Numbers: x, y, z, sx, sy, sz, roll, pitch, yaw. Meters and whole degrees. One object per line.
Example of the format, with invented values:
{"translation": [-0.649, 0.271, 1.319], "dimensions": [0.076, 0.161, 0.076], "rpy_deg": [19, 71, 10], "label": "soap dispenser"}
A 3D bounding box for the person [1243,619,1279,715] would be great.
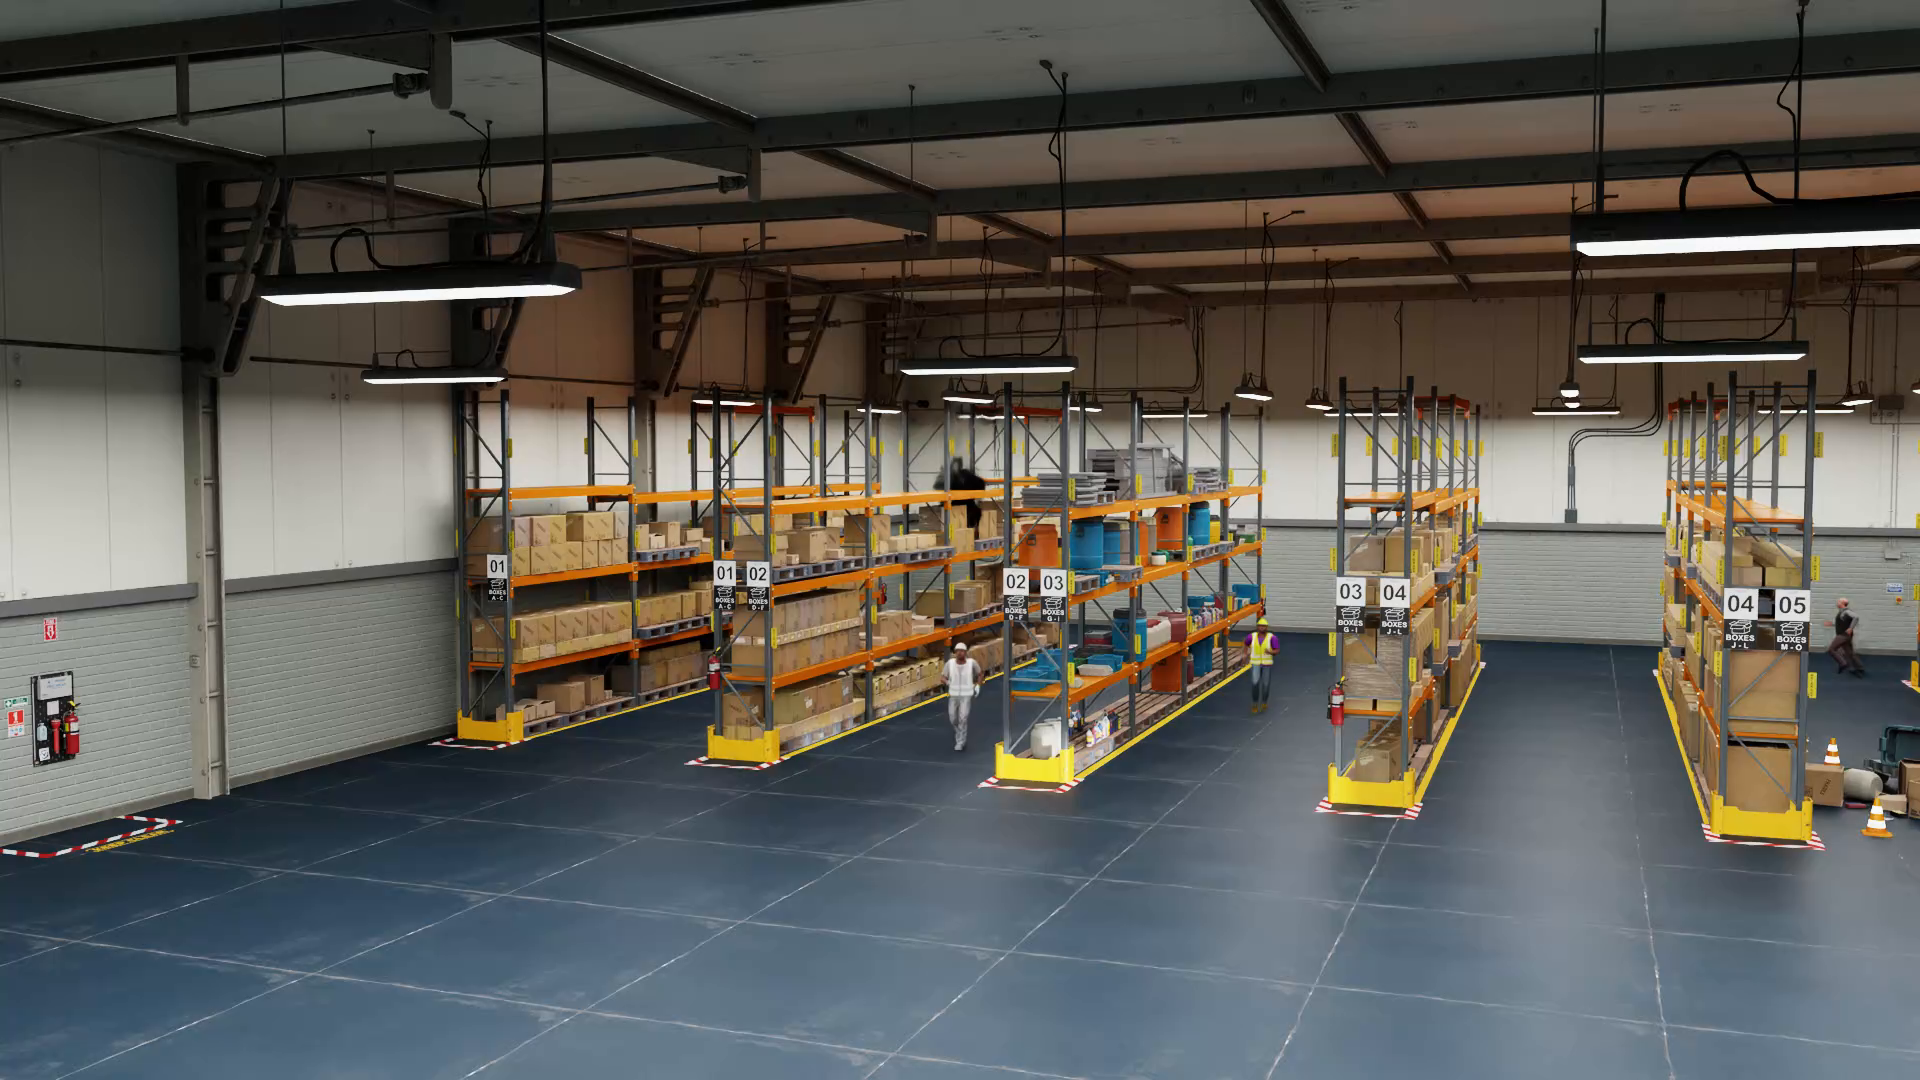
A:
{"translation": [5.694, 2.393, 31.444], "dimensions": [0.674, 1.820, 0.755], "rpy_deg": [1, 3, 10], "label": "person"}

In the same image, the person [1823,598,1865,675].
{"translation": [19.442, 2.127, 36.564], "dimensions": [0.850, 1.701, 0.666], "rpy_deg": [2, 3, 26], "label": "person"}

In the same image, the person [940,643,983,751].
{"translation": [0.018, 2.586, 27.705], "dimensions": [0.699, 1.759, 0.847], "rpy_deg": [0, 3, 9], "label": "person"}

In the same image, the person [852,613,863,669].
{"translation": [-2.347, 2.182, 37.300], "dimensions": [0.522, 1.554, 0.598], "rpy_deg": [0, 3, 6], "label": "person"}
